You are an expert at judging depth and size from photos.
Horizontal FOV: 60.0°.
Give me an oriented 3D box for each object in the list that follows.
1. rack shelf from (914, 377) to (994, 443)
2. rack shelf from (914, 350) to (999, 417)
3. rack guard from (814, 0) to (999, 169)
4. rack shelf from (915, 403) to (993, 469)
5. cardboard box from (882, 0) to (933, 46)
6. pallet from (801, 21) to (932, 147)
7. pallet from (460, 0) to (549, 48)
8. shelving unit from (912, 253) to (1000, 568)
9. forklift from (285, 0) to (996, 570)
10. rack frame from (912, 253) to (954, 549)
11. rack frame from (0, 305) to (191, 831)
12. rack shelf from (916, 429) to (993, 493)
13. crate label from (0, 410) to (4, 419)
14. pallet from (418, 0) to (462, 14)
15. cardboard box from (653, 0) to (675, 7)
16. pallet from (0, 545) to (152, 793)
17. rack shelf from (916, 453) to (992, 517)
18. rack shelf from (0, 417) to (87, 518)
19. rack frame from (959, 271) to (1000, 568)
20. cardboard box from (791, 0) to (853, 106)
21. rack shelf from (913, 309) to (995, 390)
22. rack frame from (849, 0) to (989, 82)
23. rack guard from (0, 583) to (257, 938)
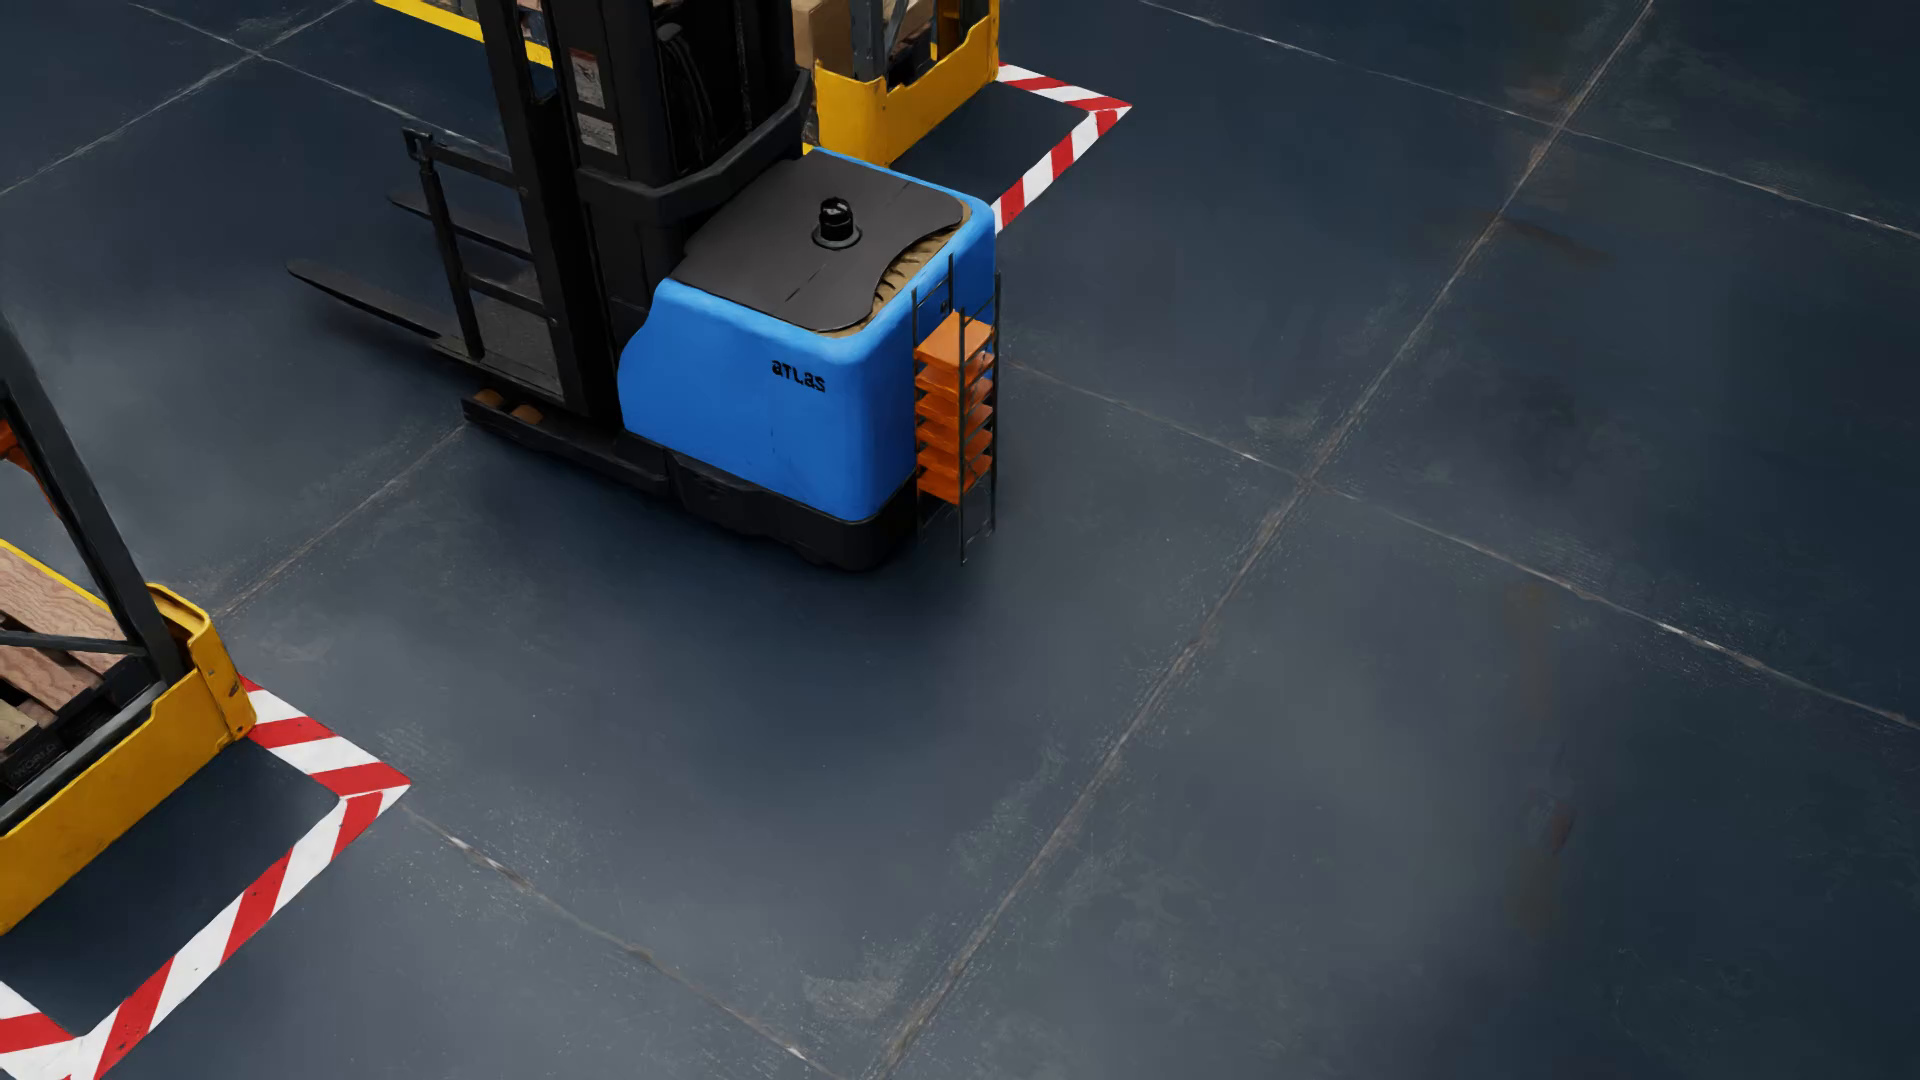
[{"bbox_3d":[-0.012,-0.476,5.771,0.180,0.103,0.258,25,51,22],"label":"rack shelf"},{"bbox_3d":[-0.012,-0.560,5.685,0.180,0.103,0.258,25,51,22],"label":"rack shelf"},{"bbox_3d":[-0.239,-2.304,8.140,0.348,0.500,1.175,25,51,22],"label":"rack guard"},{"bbox_3d":[-0.012,-0.393,5.857,0.180,0.103,0.258,25,51,22],"label":"rack shelf"},{"bbox_3d":[-0.342,-2.675,8.439,0.250,0.149,0.380,25,51,22],"label":"cardboard box"},{"bbox_3d":[-0.911,-2.511,8.543,1.213,0.211,1.003,25,51,22],"label":"pallet"},{"bbox_3d":[-1.934,-2.984,9.003,1.213,0.211,1.003,25,51,22],"label":"pallet"},{"bbox_3d":[-0.012,-0.424,5.825,0.189,1.200,0.258,25,51,22],"label":"shelving unit"},{"bbox_3d":[-1.393,-1.698,5.856,3.031,2.935,1.130,22,50,20],"label":"forklift"},{"bbox_3d":[-0.089,-0.459,5.860,0.006,1.200,0.240,25,51,22],"label":"rack frame"},{"bbox_3d":[-2.853,-0.157,4.311,0.127,3.000,1.000,25,51,22],"label":"rack frame"},{"bbox_3d":[-0.012,-0.309,5.943,0.180,0.103,0.258,25,51,22],"label":"rack shelf"},{"bbox_3d":[-2.883,-0.414,4.635,0.303,0.233,0.416,25,51,22],"label":"crate label"},{"bbox_3d":[-2.965,-3.456,9.461,1.213,0.211,1.003,25,51,22],"label":"pallet"},{"bbox_3d":[-1.549,-2.788,8.478,0.500,0.250,0.500,25,51,22],"label":"cardboard box"},{"bbox_3d":[-3.526,0.472,5.644,1.213,0.211,1.003,25,51,22],"label":"pallet"},{"bbox_3d":[-0.012,-0.226,6.029,0.180,0.103,0.258,25,51,22],"label":"rack shelf"},{"bbox_3d":[-4.536,-0.680,5.321,4.000,0.370,1.077,25,51,22],"label":"rack shelf"},{"bbox_3d":[0.065,-0.388,5.791,0.006,1.200,0.240,25,51,22],"label":"rack frame"},{"bbox_3d":[-0.766,-2.489,8.014,0.500,0.500,0.500,25,51,22],"label":"cardboard box"},{"bbox_3d":[-0.012,-0.644,5.599,0.180,0.103,0.258,25,51,22],"label":"rack shelf"},{"bbox_3d":[-0.175,-3.145,7.215,0.127,3.000,1.000,25,51,22],"label":"rack frame"},{"bbox_3d":[-2.825,0.716,5.206,0.348,0.500,1.175,25,51,22],"label":"rack guard"}]
